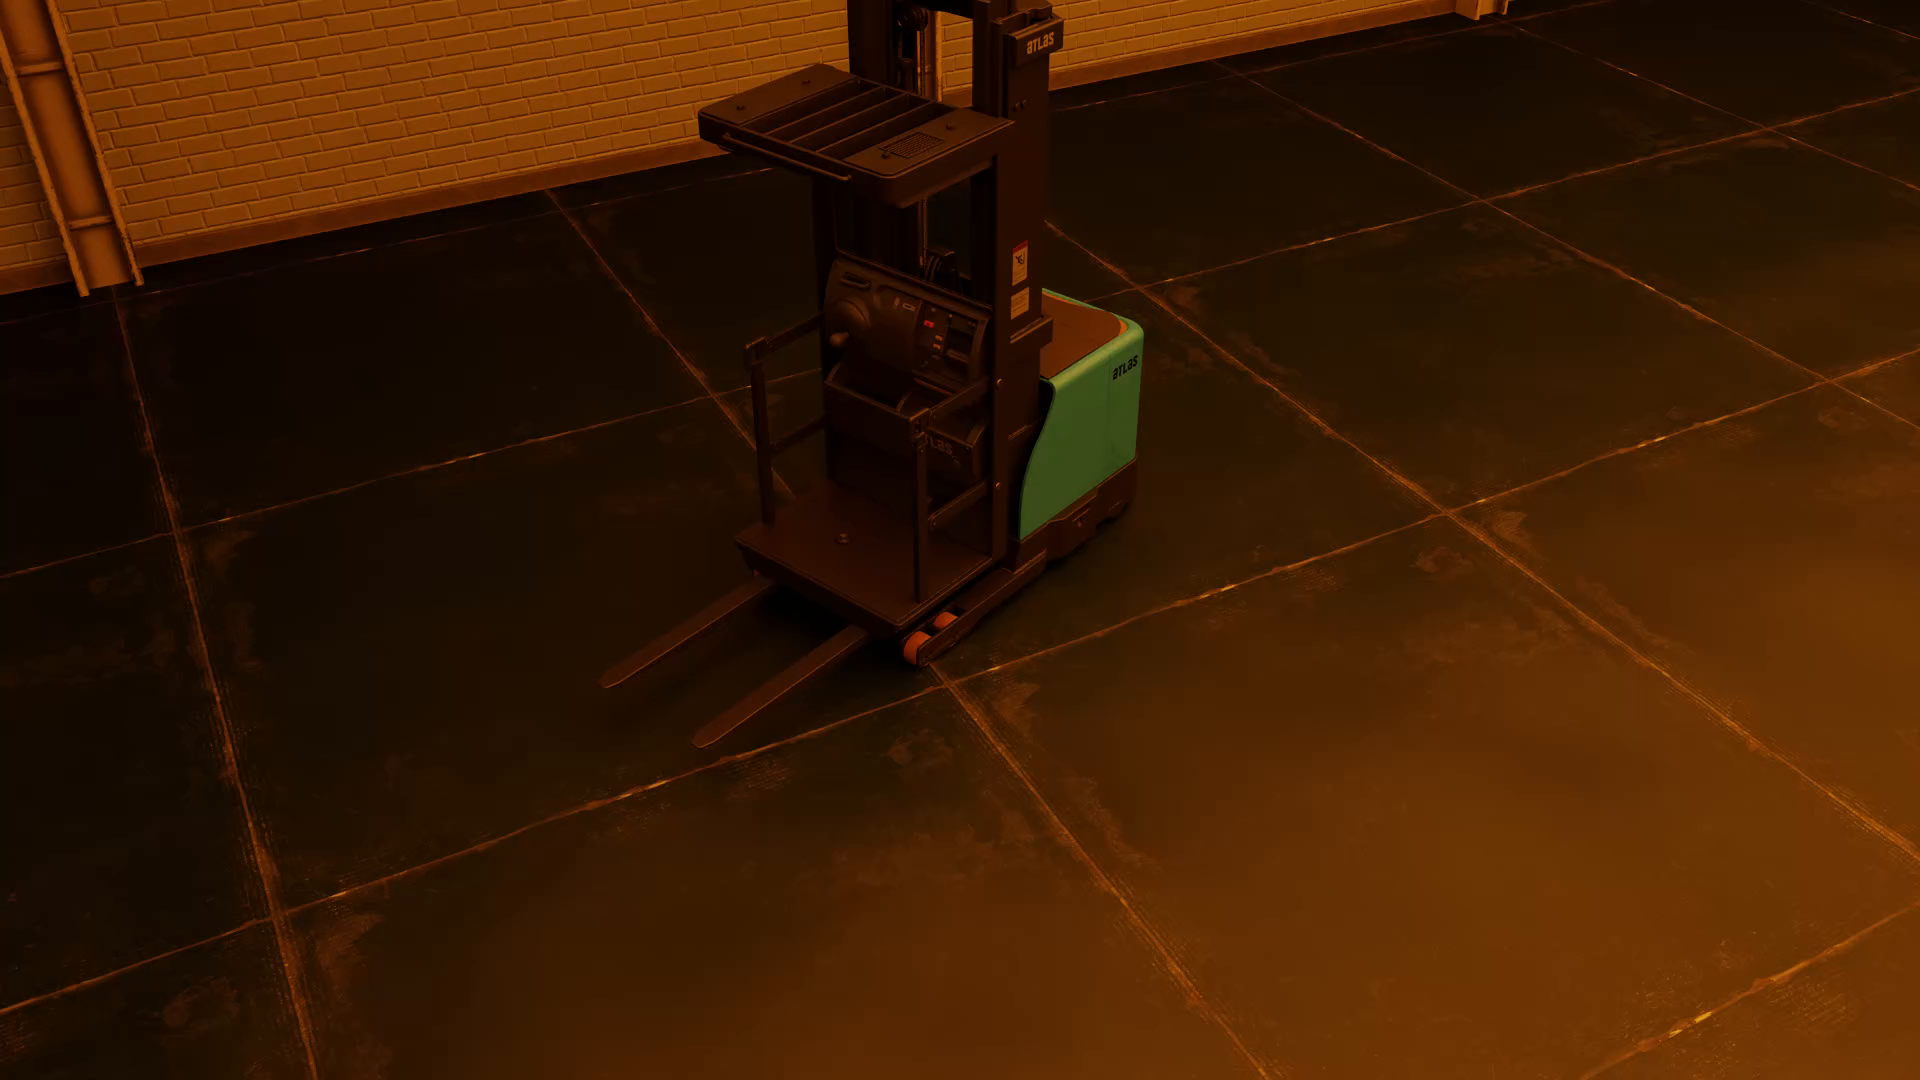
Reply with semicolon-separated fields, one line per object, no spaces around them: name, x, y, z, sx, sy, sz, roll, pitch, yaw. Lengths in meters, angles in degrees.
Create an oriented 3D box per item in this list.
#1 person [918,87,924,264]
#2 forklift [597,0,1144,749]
person;-0.347;-2.464;10.716;0.339;1.659;0.449;-10;36;-13
forklift;-0.390;-0.927;7.434;1.130;2.935;3.031;26;43;31
